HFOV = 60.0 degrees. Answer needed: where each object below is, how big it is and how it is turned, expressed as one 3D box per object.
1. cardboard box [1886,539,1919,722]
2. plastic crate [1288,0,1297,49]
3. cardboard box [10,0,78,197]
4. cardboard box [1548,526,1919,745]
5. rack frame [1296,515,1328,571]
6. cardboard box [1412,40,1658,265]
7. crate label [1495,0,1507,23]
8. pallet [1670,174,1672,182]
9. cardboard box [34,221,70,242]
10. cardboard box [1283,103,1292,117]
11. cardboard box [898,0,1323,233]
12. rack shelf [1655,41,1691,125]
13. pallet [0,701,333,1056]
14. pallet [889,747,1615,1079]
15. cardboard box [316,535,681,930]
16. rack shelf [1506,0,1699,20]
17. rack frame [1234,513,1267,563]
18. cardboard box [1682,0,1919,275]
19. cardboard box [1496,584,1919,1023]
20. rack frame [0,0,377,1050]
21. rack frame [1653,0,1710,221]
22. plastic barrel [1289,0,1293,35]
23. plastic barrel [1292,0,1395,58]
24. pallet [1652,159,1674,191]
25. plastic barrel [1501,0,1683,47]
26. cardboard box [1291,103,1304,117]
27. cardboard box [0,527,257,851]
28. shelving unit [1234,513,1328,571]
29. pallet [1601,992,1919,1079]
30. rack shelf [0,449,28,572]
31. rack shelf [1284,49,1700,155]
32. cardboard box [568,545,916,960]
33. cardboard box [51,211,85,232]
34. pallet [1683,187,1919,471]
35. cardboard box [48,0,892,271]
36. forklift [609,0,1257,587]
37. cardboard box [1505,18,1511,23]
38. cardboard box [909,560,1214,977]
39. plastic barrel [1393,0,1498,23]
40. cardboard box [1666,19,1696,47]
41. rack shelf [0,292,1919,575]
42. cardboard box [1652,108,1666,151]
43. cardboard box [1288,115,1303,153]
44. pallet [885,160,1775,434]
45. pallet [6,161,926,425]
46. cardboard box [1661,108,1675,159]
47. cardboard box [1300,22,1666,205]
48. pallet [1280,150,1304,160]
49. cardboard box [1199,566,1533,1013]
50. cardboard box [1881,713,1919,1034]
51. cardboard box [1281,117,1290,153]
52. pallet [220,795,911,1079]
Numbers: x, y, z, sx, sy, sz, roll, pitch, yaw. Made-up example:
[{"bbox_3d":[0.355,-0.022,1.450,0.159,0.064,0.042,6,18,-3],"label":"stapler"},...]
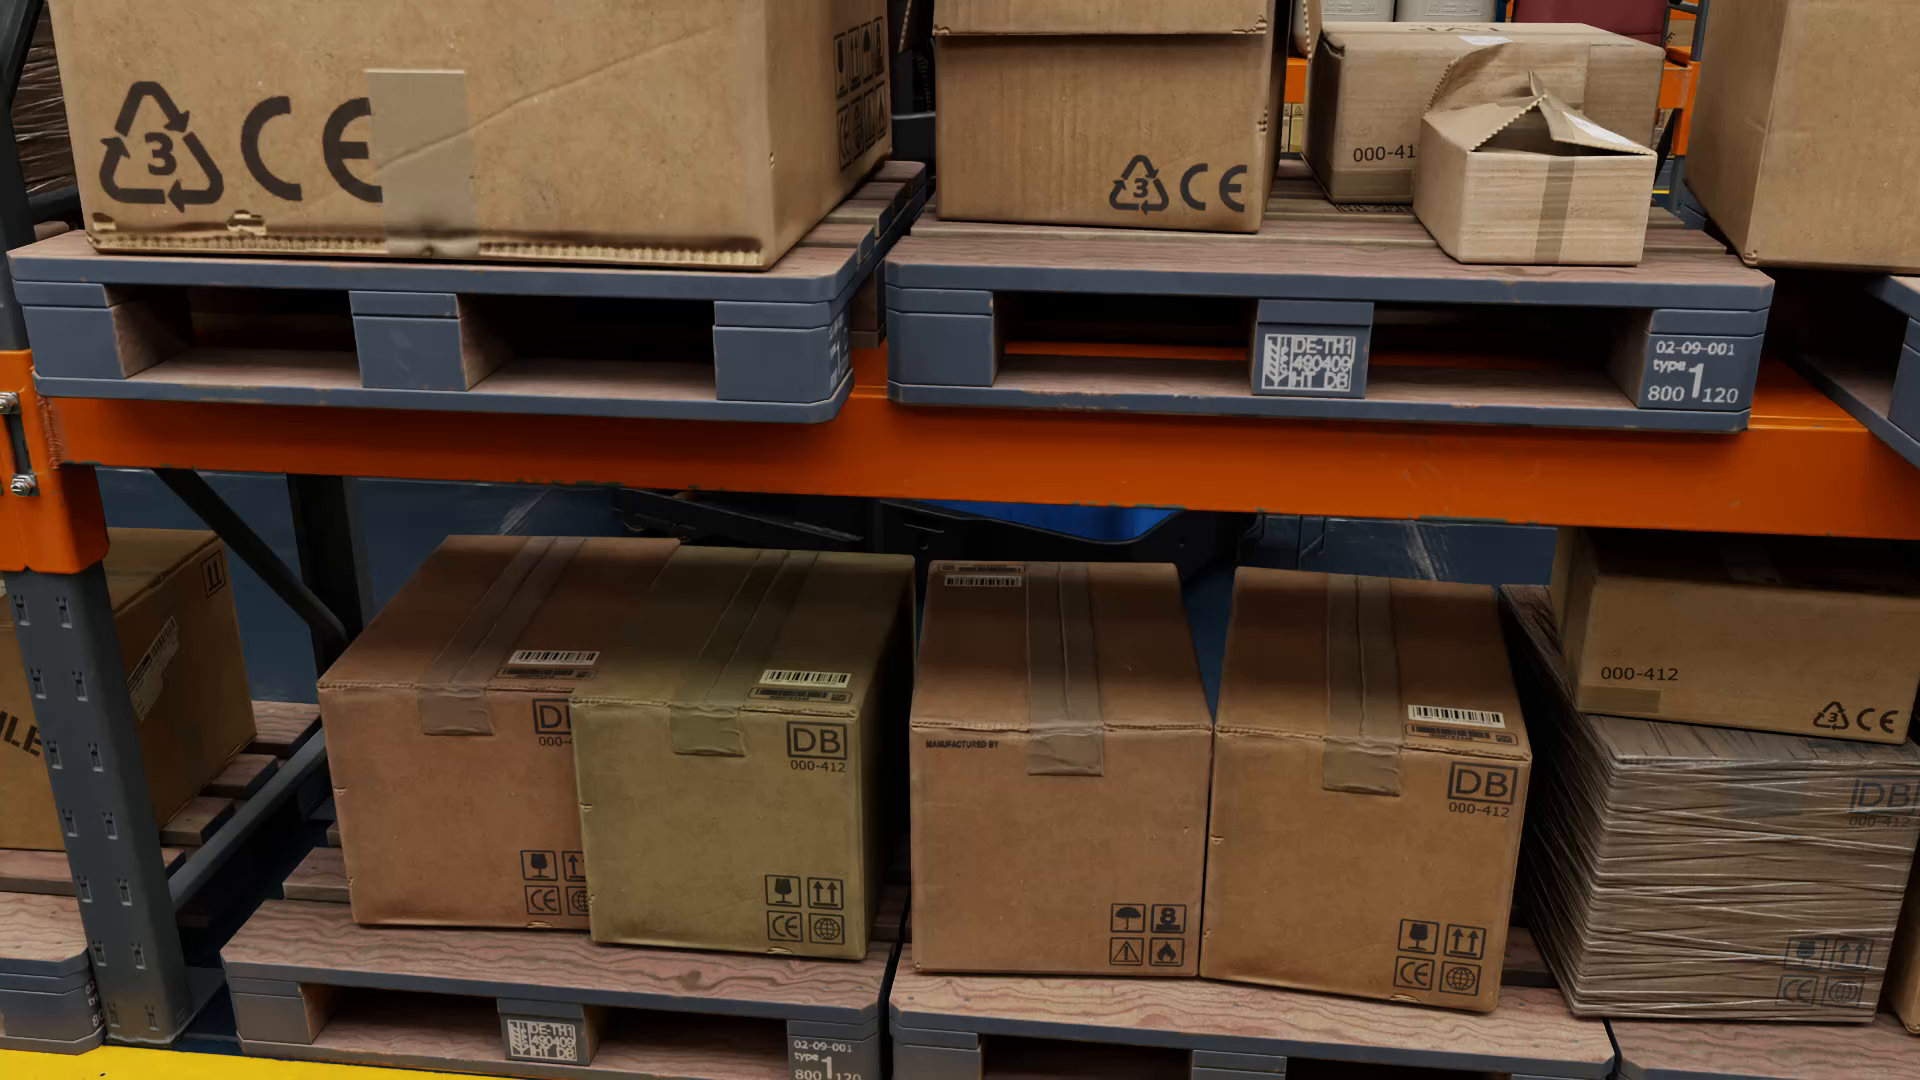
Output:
[{"bbox_3d":[1.846,0.123,2.830,0.500,0.250,0.500,3,22,8],"label":"cardboard box"},{"bbox_3d":[1.529,-2.488,7.566,0.583,0.464,0.402,2,22,6],"label":"plastic crate"},{"bbox_3d":[-1.897,-0.868,3.015,0.500,0.500,0.875,2,22,6],"label":"cardboard box"},{"bbox_3d":[1.318,0.104,2.879,0.500,0.250,0.500,5,22,12],"label":"cardboard box"},{"bbox_3d":[1.106,-0.344,5.087,0.006,0.900,0.240,13,25,29],"label":"rack frame"},{"bbox_3d":[0.827,-0.574,2.424,0.258,0.266,0.396,2,22,5],"label":"cardboard box"},{"bbox_3d":[2.143,-2.435,7.470,0.616,0.435,0.502,2,22,6],"label":"crate label"},{"bbox_3d":[5.629,-2.688,11.952,1.213,0.211,1.003,2,22,6],"label":"pallet"},{"bbox_3d":[-1.706,-0.426,2.780,0.250,0.149,0.380,2,22,6],"label":"cardboard box"},{"bbox_3d":[2.117,-3.238,11.956,0.500,0.311,0.500,2,22,6],"label":"cardboard box"},{"bbox_3d":[0.275,-0.843,2.781,0.637,0.503,0.797,5,22,12],"label":"cardboard box"},{"bbox_3d":[5.084,-1.855,7.031,4.000,0.370,1.077,2,22,6],"label":"rack shelf"},{"bbox_3d":[-2.129,0.640,3.535,1.213,0.211,1.003,2,22,6],"label":"pallet"},{"bbox_3d":[0.531,0.741,3.279,1.213,0.211,1.003,2,22,6],"label":"pallet"},{"bbox_3d":[-0.850,0.351,3.273,0.500,0.500,0.700,1,22,2],"label":"cardboard box"},{"bbox_3d":[5.670,-3.664,11.605,4.000,0.370,1.077,2,22,6],"label":"rack shelf"},{"bbox_3d":[0.933,-0.384,5.187,0.006,0.900,0.240,13,25,29],"label":"rack frame"},{"bbox_3d":[1.408,-0.706,2.439,0.500,0.500,0.700,6,22,14],"label":"cardboard box"},{"bbox_3d":[1.295,0.449,3.026,0.500,0.500,0.700,1,22,2],"label":"cardboard box"},{"bbox_3d":[-1.457,-0.641,2.982,0.127,3.000,1.000,2,22,6],"label":"rack frame"},{"bbox_3d":[3.098,-2.276,7.118,0.127,3.000,1.000,2,22,6],"label":"rack frame"},{"bbox_3d":[1.208,-2.341,7.096,0.433,0.535,0.433,0,22,0],"label":"plastic barrel"},{"bbox_3d":[1.633,-2.313,7.059,0.421,0.512,0.421,0,22,0],"label":"plastic barrel"},{"bbox_3d":[4.421,-2.742,12.088,1.213,0.211,1.003,2,22,6],"label":"pallet"},{"bbox_3d":[2.601,-2.249,6.864,0.708,0.536,0.600,2,22,6],"label":"plastic barrel"},{"bbox_3d":[2.618,-3.215,11.898,0.500,0.311,0.500,2,22,5],"label":"cardboard box"},{"bbox_3d":[-1.850,0.294,3.445,0.500,0.500,0.500,2,22,5],"label":"cardboard box"},{"bbox_3d":[1.020,-0.364,5.137,0.210,0.900,0.258,13,25,29],"label":"shelving unit"},{"bbox_3d":[1.739,0.794,3.143,1.213,0.211,1.003,2,22,6],"label":"pallet"},{"bbox_3d":[-3.444,-0.393,3.333,4.000,0.370,1.077,2,22,6],"label":"rack shelf"},{"bbox_3d":[1.112,-2.028,7.469,4.000,0.370,1.077,2,22,6],"label":"rack shelf"},{"bbox_3d":[-0.379,0.379,3.204,0.500,0.500,0.700,2,22,6],"label":"cardboard box"},{"bbox_3d":[-1.636,-0.643,3.329,0.250,0.149,0.380,2,22,6],"label":"cardboard box"},{"bbox_3d":[1.795,-0.371,2.559,1.003,0.211,1.213,2,22,6],"label":"pallet"},{"bbox_3d":[-0.685,-1.030,2.578,1.000,1.000,1.000,3,22,7],"label":"cardboard box"},{"bbox_3d":[-0.559,-1.505,5.260,3.031,2.935,1.130,13,25,29],"label":"forklift"},{"bbox_3d":[4.978,-5.009,16.383,0.750,0.750,0.750,2,22,6],"label":"cardboard box"},{"bbox_3d":[0.177,0.403,3.143,0.500,0.500,0.700,1,22,2],"label":"cardboard box"},{"bbox_3d":[2.051,-2.295,7.013,0.421,0.512,0.421,0,22,0],"label":"plastic barrel"},{"bbox_3d":[6.692,-4.934,16.193,0.750,0.750,0.750,3,22,8],"label":"cardboard box"},{"bbox_3d":[0.529,-0.220,2.895,4.000,0.370,1.077,2,22,6],"label":"rack shelf"},{"bbox_3d":[4.623,-2.982,11.705,0.500,0.500,0.500,2,22,4],"label":"cardboard box"},{"bbox_3d":[2.621,-2.956,12.006,0.500,0.250,0.500,2,22,6],"label":"cardboard box"},{"bbox_3d":[0.544,-0.450,2.758,1.213,0.211,1.003,2,22,6],"label":"pallet"},{"bbox_3d":[-0.716,-0.466,2.799,1.213,0.211,1.003,2,22,6],"label":"pallet"},{"bbox_3d":[5.121,-2.959,11.645,0.500,0.500,0.500,2,22,6],"label":"cardboard box"},{"bbox_3d":[0.877,-0.750,2.890,0.500,0.250,0.500,2,22,5],"label":"cardboard box"},{"bbox_3d":[2.871,-2.838,12.331,1.213,0.211,1.003,2,22,6],"label":"pallet"},{"bbox_3d":[0.731,0.427,3.082,0.500,0.500,0.700,4,22,11],"label":"cardboard box"},{"bbox_3d":[1.847,0.468,2.977,0.500,0.500,0.700,1,22,3],"label":"cardboard box"},{"bbox_3d":[2.122,-2.979,12.064,0.500,0.250,0.500,3,22,8],"label":"cardboard box"},{"bbox_3d":[-0.684,0.689,3.410,1.213,0.211,1.003,2,22,6],"label":"pallet"}]
